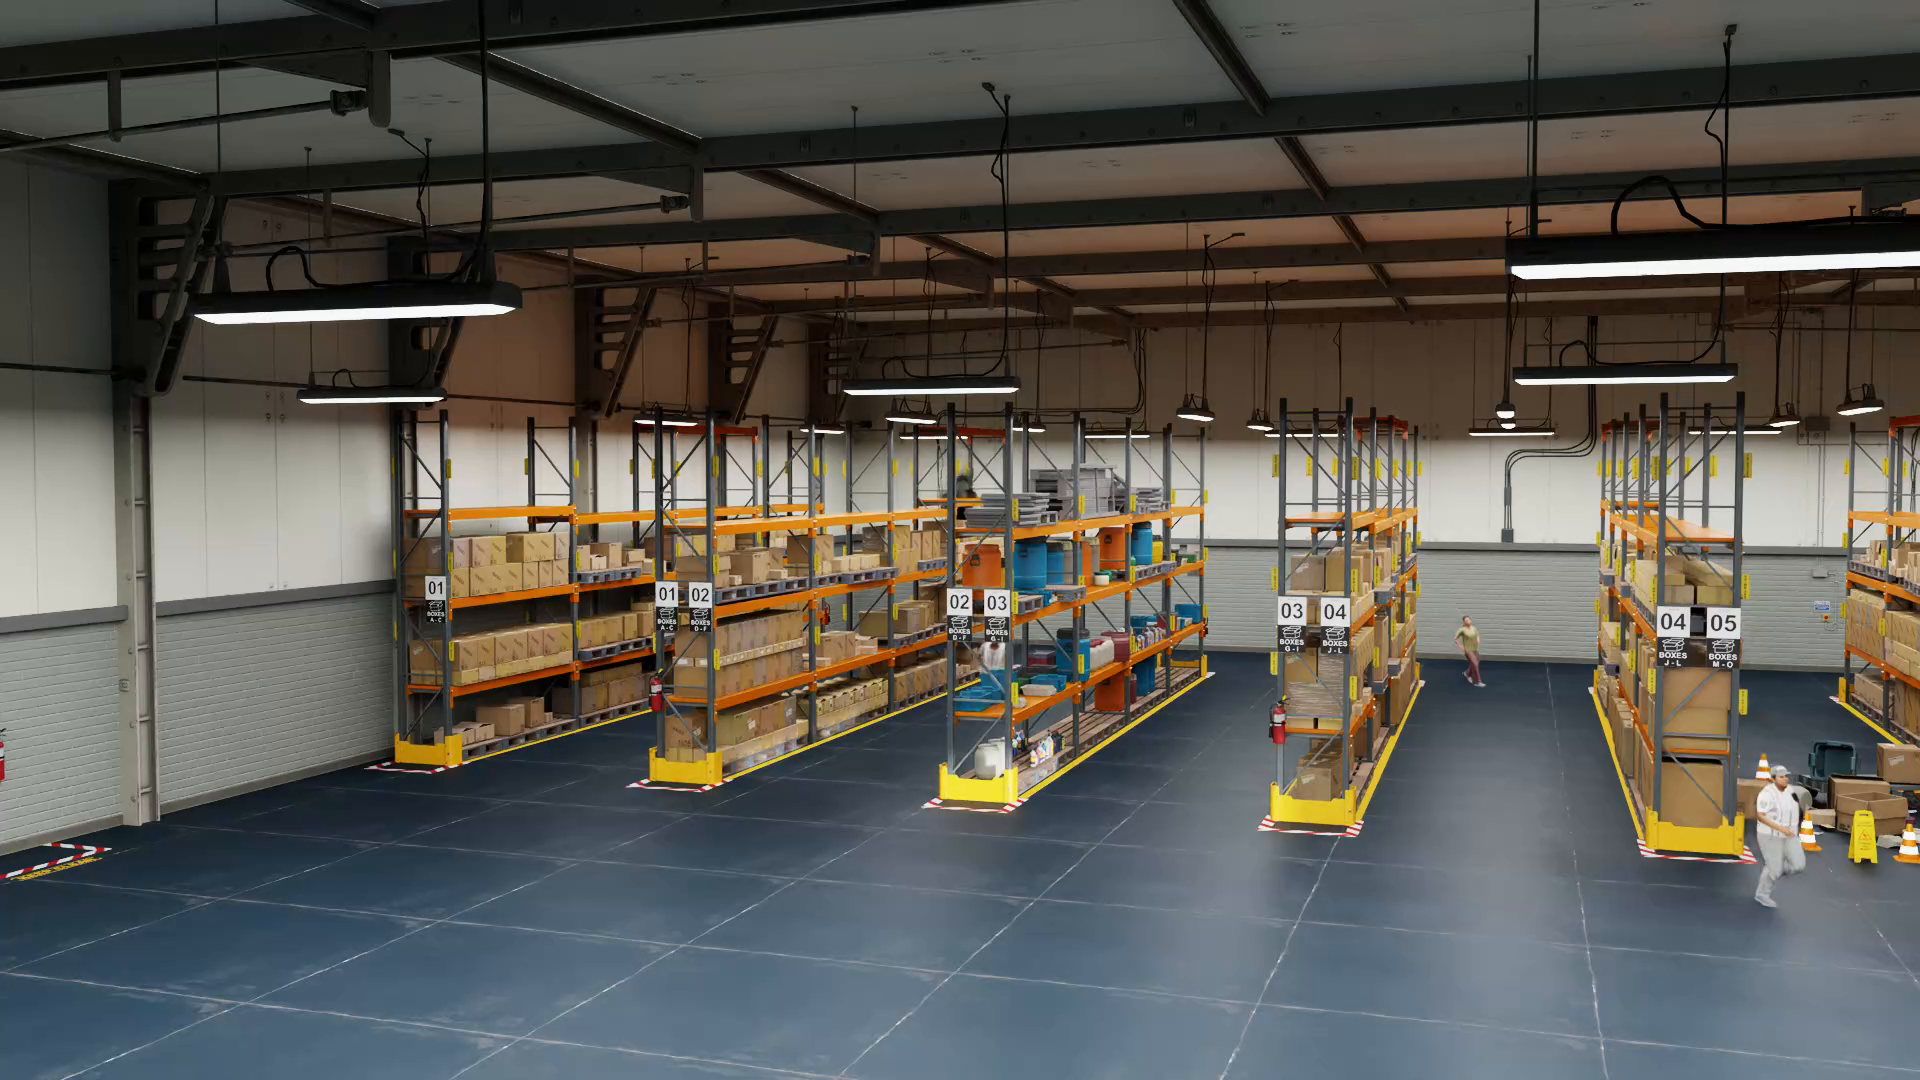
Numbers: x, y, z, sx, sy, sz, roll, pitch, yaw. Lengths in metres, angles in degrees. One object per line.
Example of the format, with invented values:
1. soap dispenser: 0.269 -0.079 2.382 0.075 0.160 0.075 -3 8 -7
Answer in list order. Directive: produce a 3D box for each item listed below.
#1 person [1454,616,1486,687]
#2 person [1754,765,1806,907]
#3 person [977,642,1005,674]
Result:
1. person: 11.698 2.546 38.240 0.637 1.620 0.743 -1 3 -16
2. person: 9.388 3.383 18.982 0.637 1.629 0.579 -1 3 -17
3. person: 0.692 2.706 33.783 0.699 1.745 0.786 0 2 11
